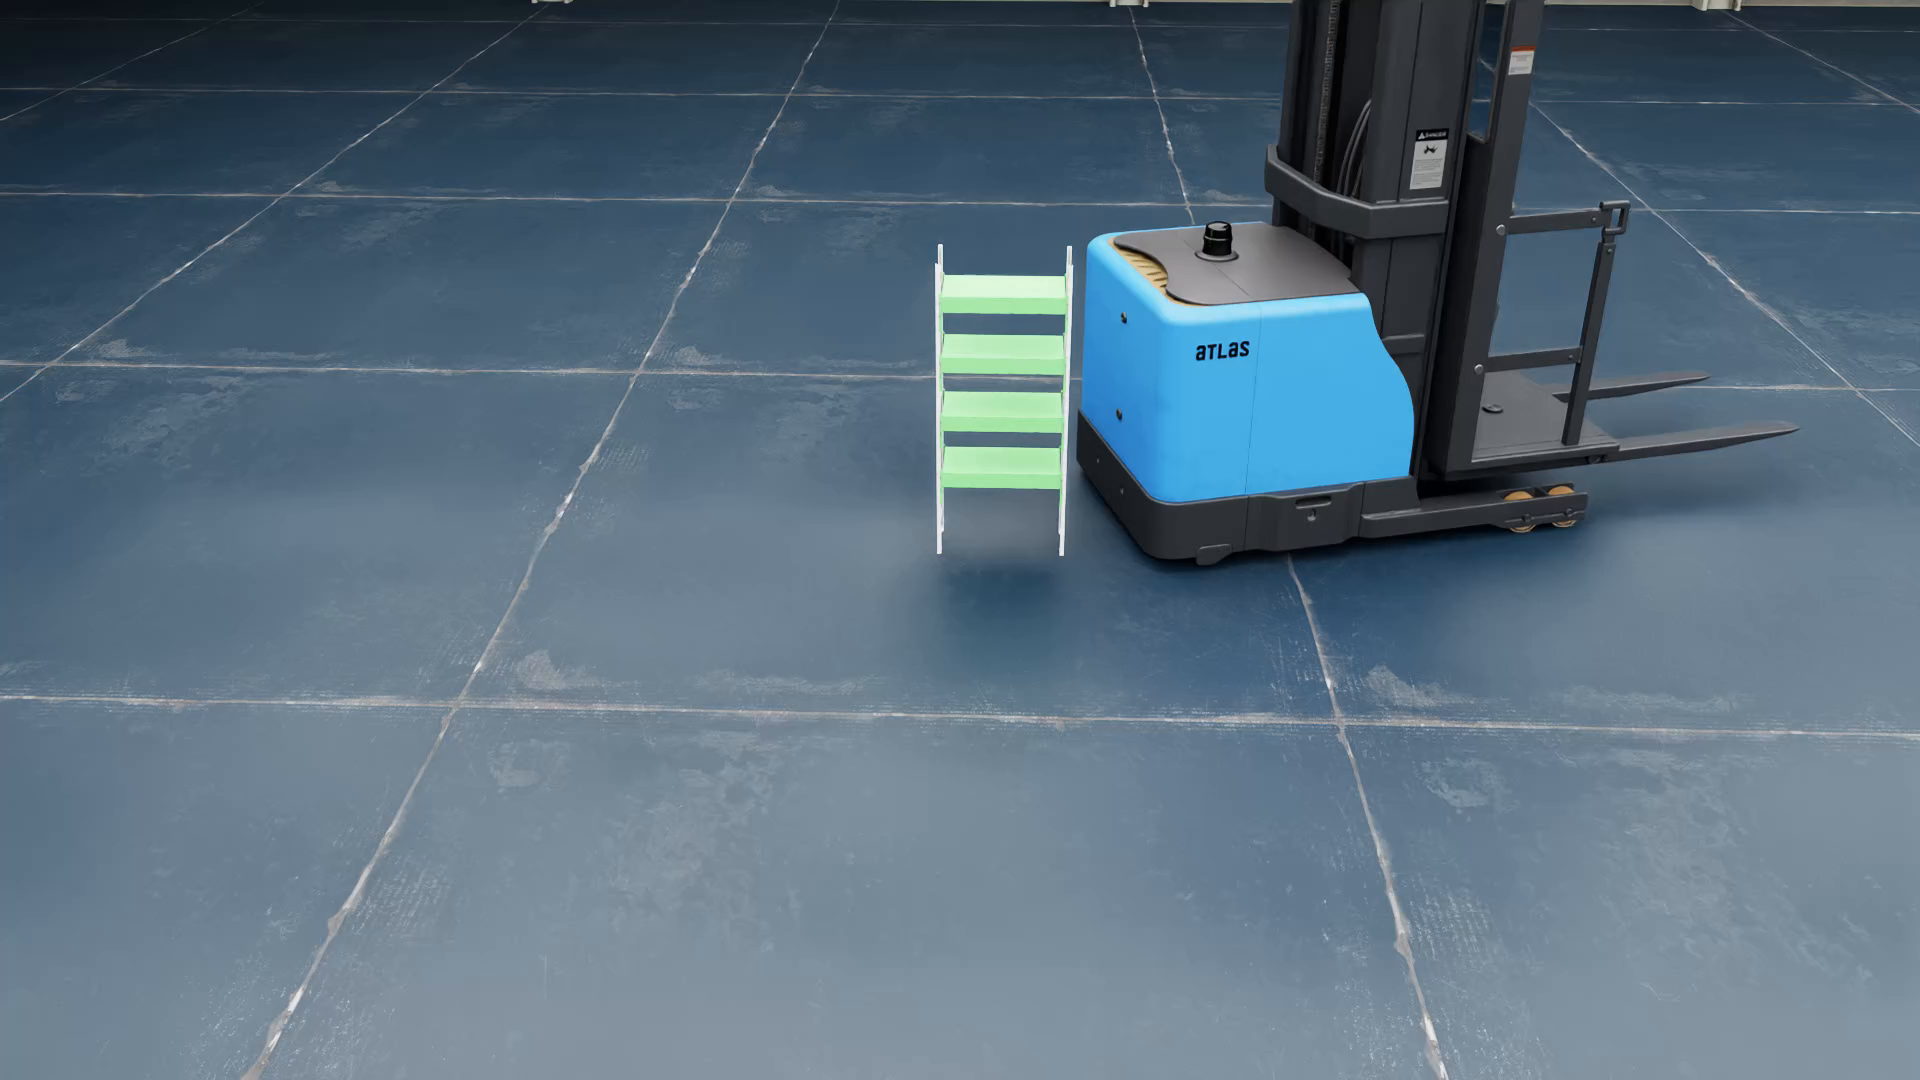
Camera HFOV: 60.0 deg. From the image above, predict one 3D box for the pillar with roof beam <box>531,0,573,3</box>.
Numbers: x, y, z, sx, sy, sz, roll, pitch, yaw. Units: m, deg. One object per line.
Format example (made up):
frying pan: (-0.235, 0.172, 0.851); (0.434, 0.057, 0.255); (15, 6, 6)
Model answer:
pillar with roof beam: (-4.404, -7.615, 11.507); (0.400, 9.000, 9.100); (1, 28, 2)

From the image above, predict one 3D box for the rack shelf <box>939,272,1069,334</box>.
rack shelf: (0.165, -0.895, 6.269); (0.480, 0.148, 0.258); (1, 28, 2)

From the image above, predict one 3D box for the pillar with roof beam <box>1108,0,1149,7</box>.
pillar with roof beam: (1.592, -7.516, 11.320); (0.400, 9.000, 9.100); (1, 28, 2)

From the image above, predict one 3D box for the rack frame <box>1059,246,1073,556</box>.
rack frame: (0.409, -0.523, 6.456); (0.015, 1.200, 0.240); (1, 28, 2)

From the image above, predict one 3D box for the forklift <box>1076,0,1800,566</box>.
forklift: (2.082, -1.557, 6.557); (3.031, 2.935, 1.130); (-7, 29, -13)

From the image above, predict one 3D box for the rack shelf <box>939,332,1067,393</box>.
rack shelf: (0.165, -0.683, 6.381); (0.480, 0.148, 0.258); (1, 28, 2)

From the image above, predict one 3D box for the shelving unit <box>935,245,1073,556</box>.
shelving unit: (0.165, -0.527, 6.464); (0.503, 1.200, 0.258); (1, 28, 2)

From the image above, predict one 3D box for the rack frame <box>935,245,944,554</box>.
rack frame: (-0.078, -0.531, 6.471); (0.015, 1.200, 0.240); (1, 28, 2)

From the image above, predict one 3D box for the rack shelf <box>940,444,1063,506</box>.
rack shelf: (0.165, -0.259, 6.606); (0.480, 0.148, 0.258); (1, 28, 2)

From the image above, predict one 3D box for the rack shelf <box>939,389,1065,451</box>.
rack shelf: (0.165, -0.471, 6.494); (0.480, 0.148, 0.258); (1, 28, 2)

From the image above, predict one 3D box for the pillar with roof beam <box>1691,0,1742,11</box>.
pillar with roof beam: (7.588, -7.416, 11.133); (0.400, 9.000, 9.100); (1, 28, 2)
